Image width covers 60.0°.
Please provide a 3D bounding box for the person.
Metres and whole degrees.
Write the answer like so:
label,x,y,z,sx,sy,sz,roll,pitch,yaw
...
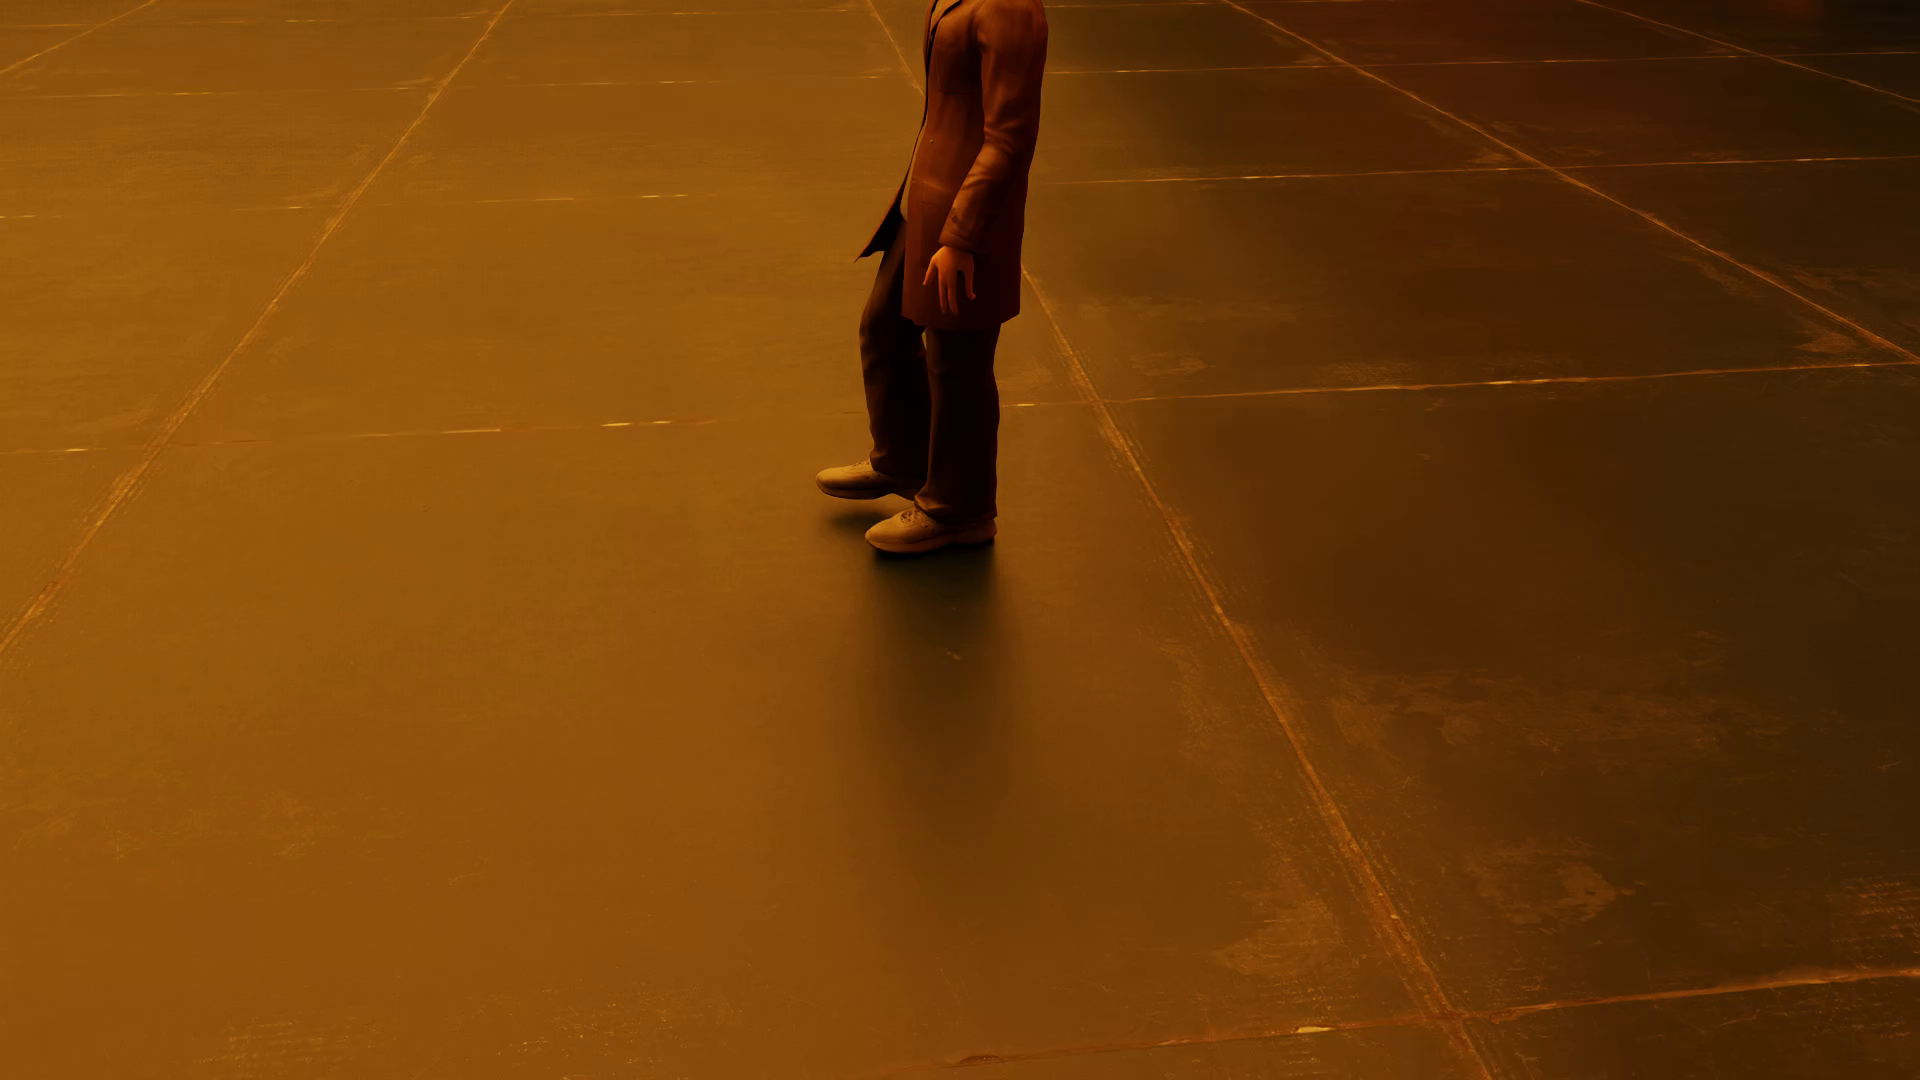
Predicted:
label,x,y,z,sx,sy,sz,roll,pitch,yaw
person,-0.091,-0.805,4.210,0.583,1.775,0.696,-3,26,-7
